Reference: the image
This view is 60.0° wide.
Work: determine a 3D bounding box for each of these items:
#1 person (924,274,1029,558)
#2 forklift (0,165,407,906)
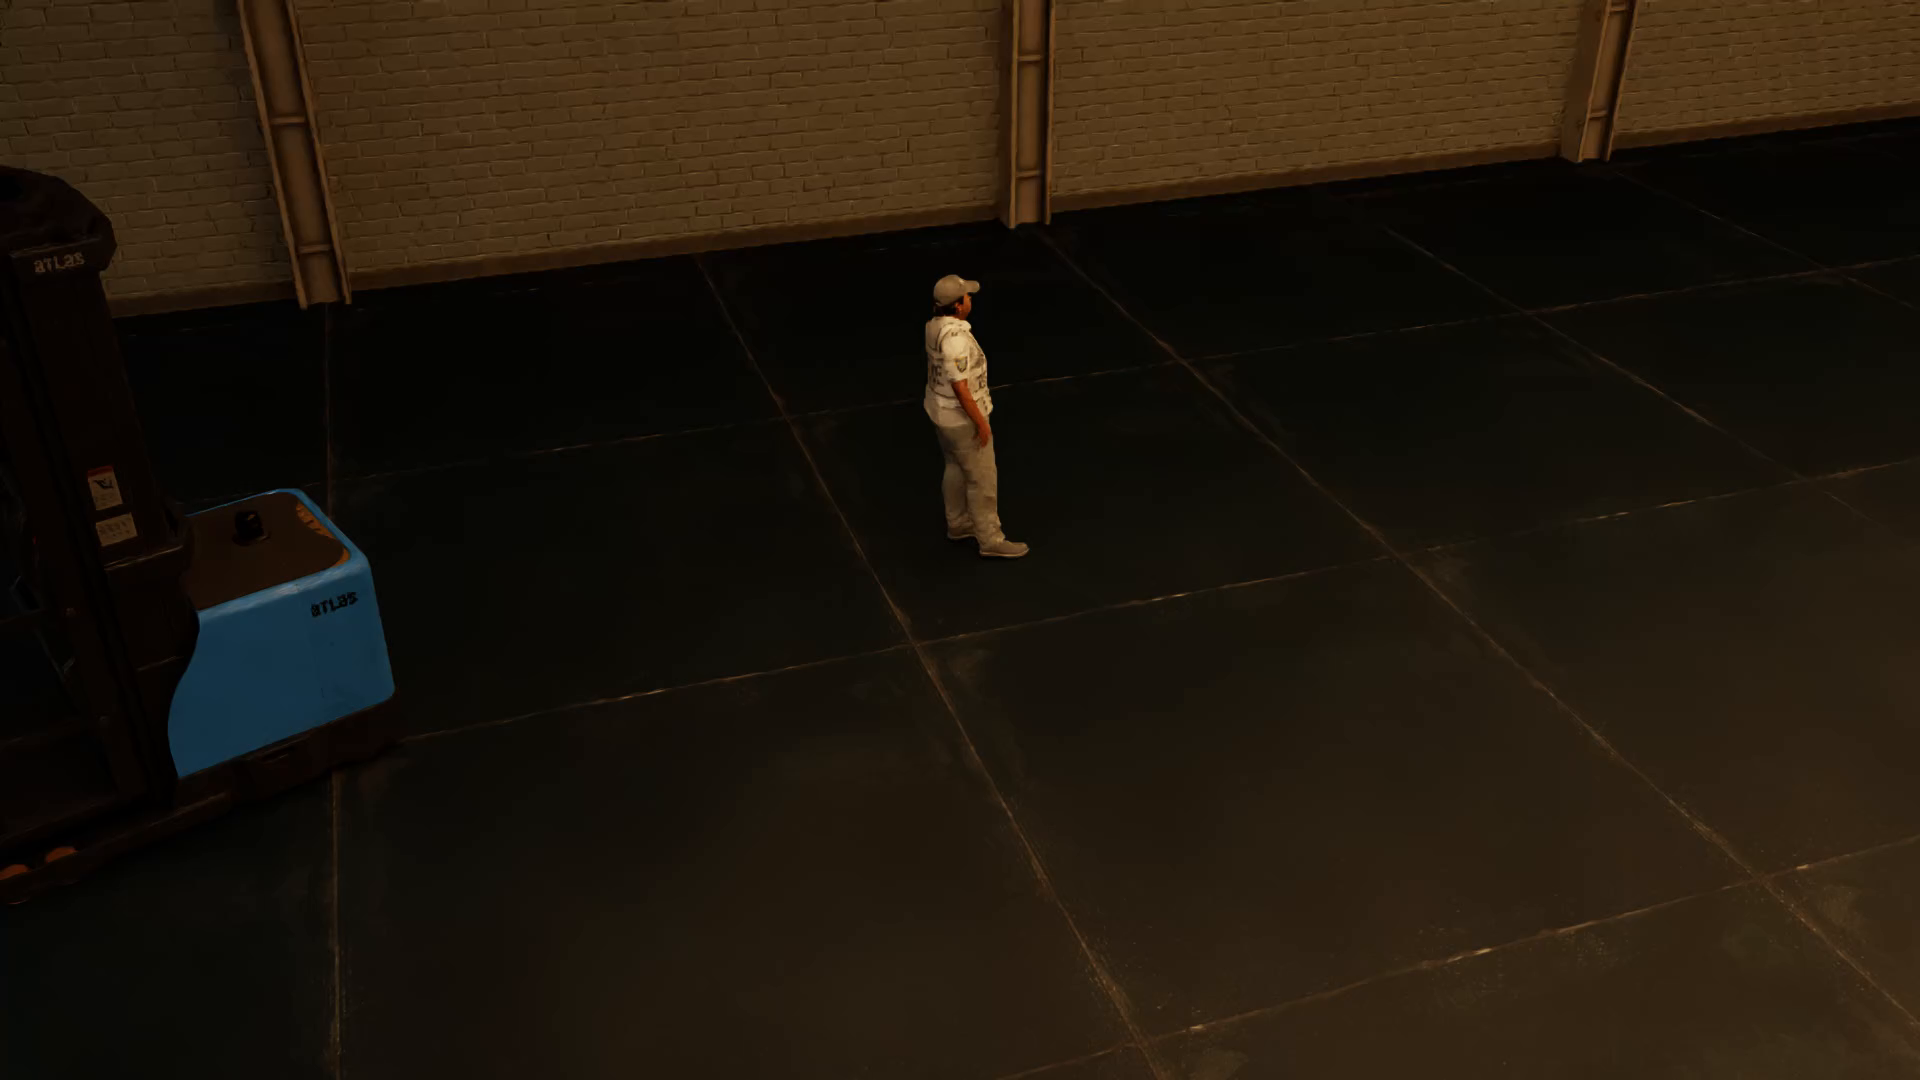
[{"bbox_3d":[0.080,-0.730,9.609,0.529,1.669,0.598,-10,31,-16],"label":"person"},{"bbox_3d":[-4.210,0.020,7.053,3.031,2.935,1.130,-22,36,-33],"label":"forklift"}]
